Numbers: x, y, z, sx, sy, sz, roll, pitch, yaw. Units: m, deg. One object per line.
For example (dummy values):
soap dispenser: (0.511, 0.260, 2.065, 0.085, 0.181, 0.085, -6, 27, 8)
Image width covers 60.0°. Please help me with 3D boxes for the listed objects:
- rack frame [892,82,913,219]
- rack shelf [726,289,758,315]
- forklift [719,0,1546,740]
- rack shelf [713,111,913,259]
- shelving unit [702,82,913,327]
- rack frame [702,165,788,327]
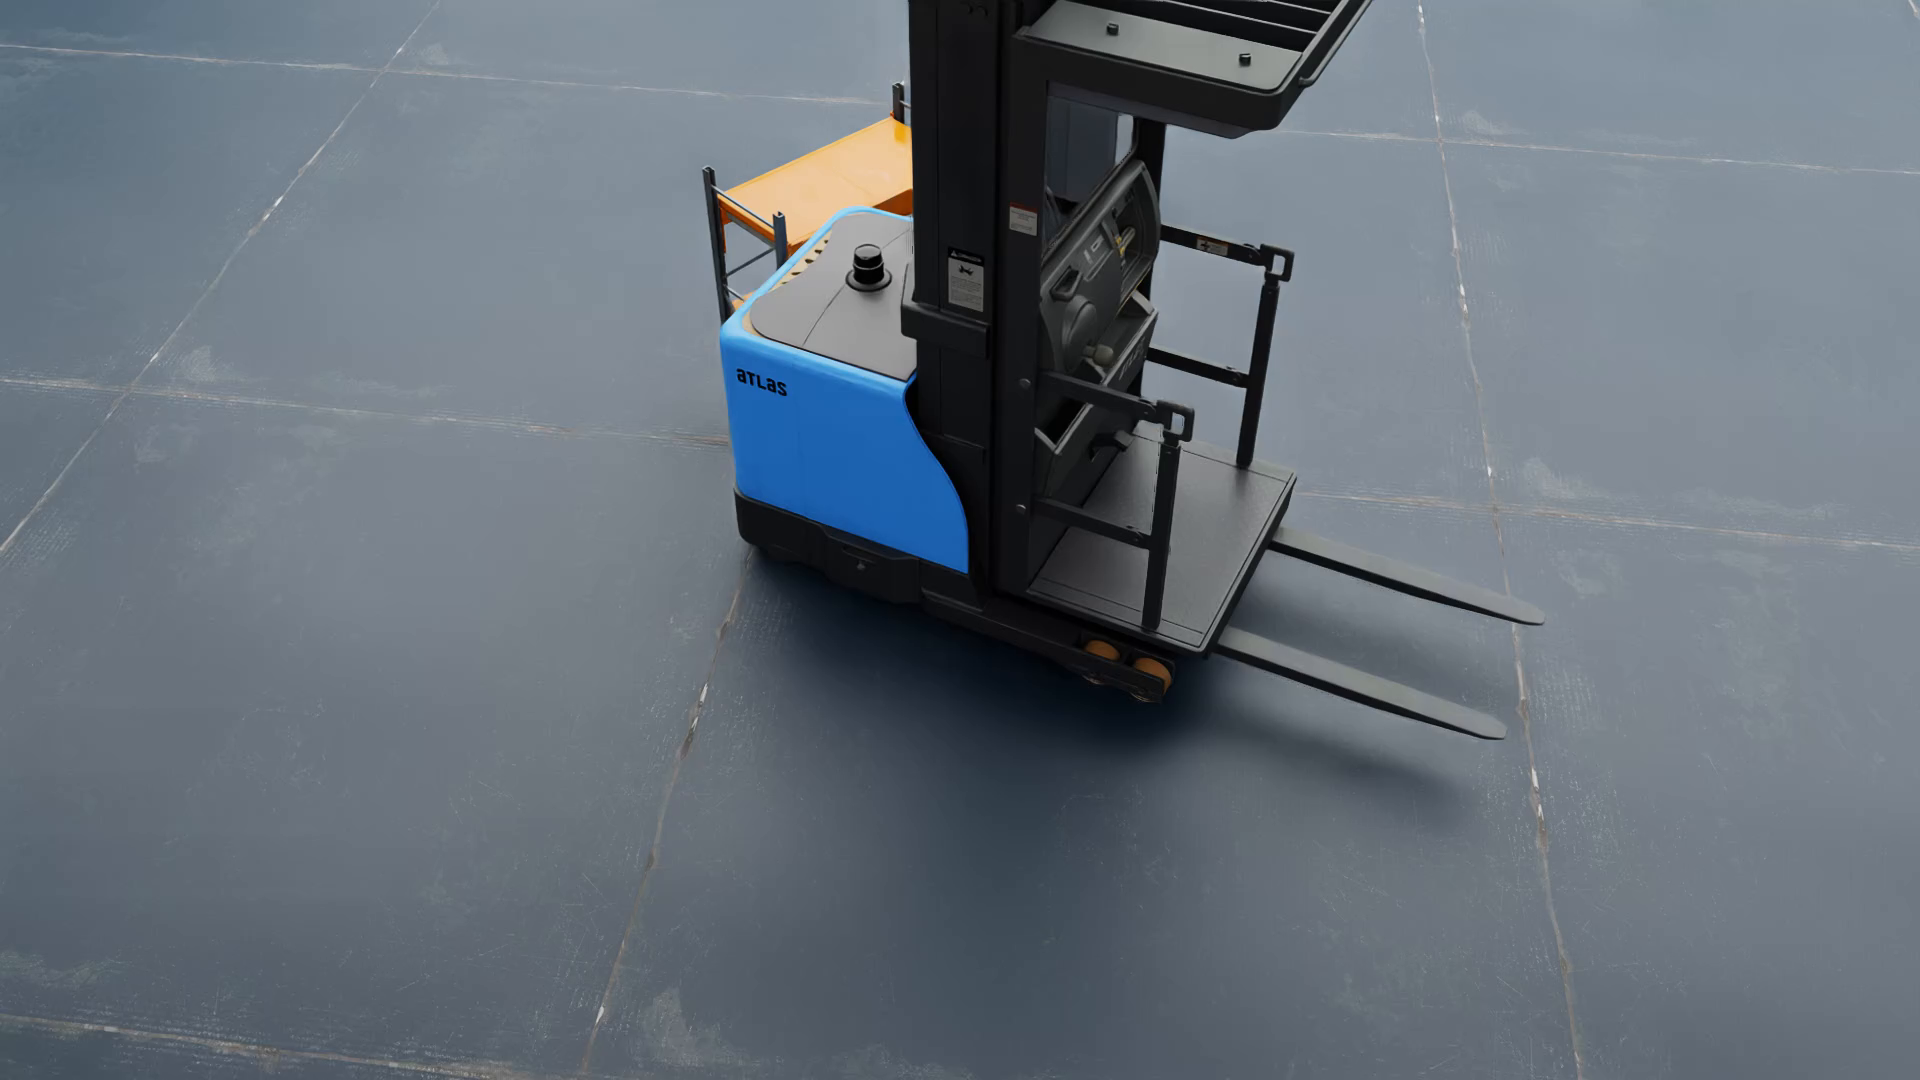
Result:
rack frame: (-0.113, -1.446, 7.459, 0.032, 1.125, 0.500, -33, 52, -30)
rack shelf: (-0.486, -1.031, 7.376, 1.000, 0.278, 0.538, -33, 52, -30)
forklift: (0.661, -0.887, 5.555, 3.031, 2.935, 1.130, 19, 47, 19)
rack shelf: (-0.486, -1.421, 7.007, 1.000, 0.278, 0.538, -33, 52, -30)
shelving unit: (-0.486, -1.209, 7.208, 1.048, 1.125, 0.538, -33, 52, -30)
rack frame: (-0.859, -0.971, 6.957, 0.032, 1.125, 0.500, -33, 52, -30)
